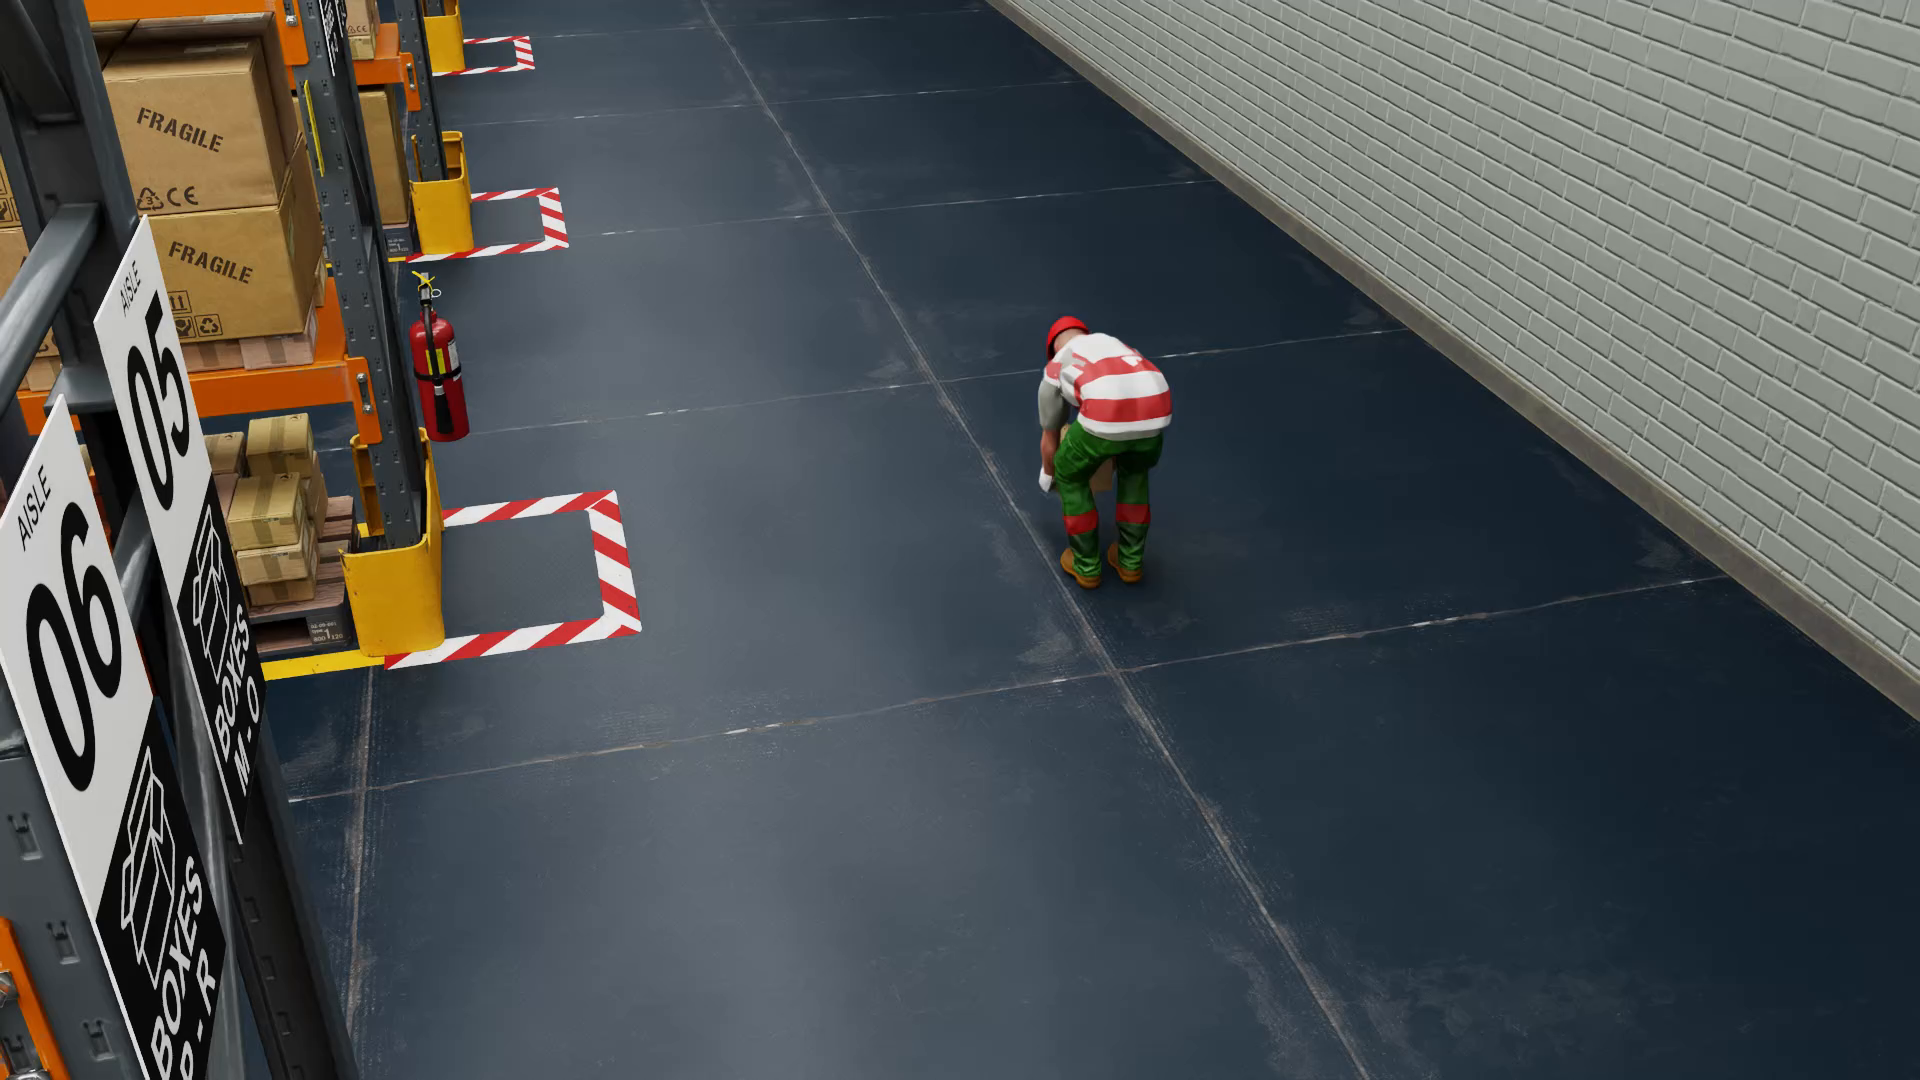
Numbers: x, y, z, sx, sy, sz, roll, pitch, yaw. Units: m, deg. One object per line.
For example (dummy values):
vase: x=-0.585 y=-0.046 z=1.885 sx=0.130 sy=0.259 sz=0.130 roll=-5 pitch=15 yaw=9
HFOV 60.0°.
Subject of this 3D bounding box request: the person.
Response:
person: x=0.603 y=-0.408 z=7.502 sx=0.492 sy=1.094 sz=0.965 roll=-9 pitch=31 yaw=-15
